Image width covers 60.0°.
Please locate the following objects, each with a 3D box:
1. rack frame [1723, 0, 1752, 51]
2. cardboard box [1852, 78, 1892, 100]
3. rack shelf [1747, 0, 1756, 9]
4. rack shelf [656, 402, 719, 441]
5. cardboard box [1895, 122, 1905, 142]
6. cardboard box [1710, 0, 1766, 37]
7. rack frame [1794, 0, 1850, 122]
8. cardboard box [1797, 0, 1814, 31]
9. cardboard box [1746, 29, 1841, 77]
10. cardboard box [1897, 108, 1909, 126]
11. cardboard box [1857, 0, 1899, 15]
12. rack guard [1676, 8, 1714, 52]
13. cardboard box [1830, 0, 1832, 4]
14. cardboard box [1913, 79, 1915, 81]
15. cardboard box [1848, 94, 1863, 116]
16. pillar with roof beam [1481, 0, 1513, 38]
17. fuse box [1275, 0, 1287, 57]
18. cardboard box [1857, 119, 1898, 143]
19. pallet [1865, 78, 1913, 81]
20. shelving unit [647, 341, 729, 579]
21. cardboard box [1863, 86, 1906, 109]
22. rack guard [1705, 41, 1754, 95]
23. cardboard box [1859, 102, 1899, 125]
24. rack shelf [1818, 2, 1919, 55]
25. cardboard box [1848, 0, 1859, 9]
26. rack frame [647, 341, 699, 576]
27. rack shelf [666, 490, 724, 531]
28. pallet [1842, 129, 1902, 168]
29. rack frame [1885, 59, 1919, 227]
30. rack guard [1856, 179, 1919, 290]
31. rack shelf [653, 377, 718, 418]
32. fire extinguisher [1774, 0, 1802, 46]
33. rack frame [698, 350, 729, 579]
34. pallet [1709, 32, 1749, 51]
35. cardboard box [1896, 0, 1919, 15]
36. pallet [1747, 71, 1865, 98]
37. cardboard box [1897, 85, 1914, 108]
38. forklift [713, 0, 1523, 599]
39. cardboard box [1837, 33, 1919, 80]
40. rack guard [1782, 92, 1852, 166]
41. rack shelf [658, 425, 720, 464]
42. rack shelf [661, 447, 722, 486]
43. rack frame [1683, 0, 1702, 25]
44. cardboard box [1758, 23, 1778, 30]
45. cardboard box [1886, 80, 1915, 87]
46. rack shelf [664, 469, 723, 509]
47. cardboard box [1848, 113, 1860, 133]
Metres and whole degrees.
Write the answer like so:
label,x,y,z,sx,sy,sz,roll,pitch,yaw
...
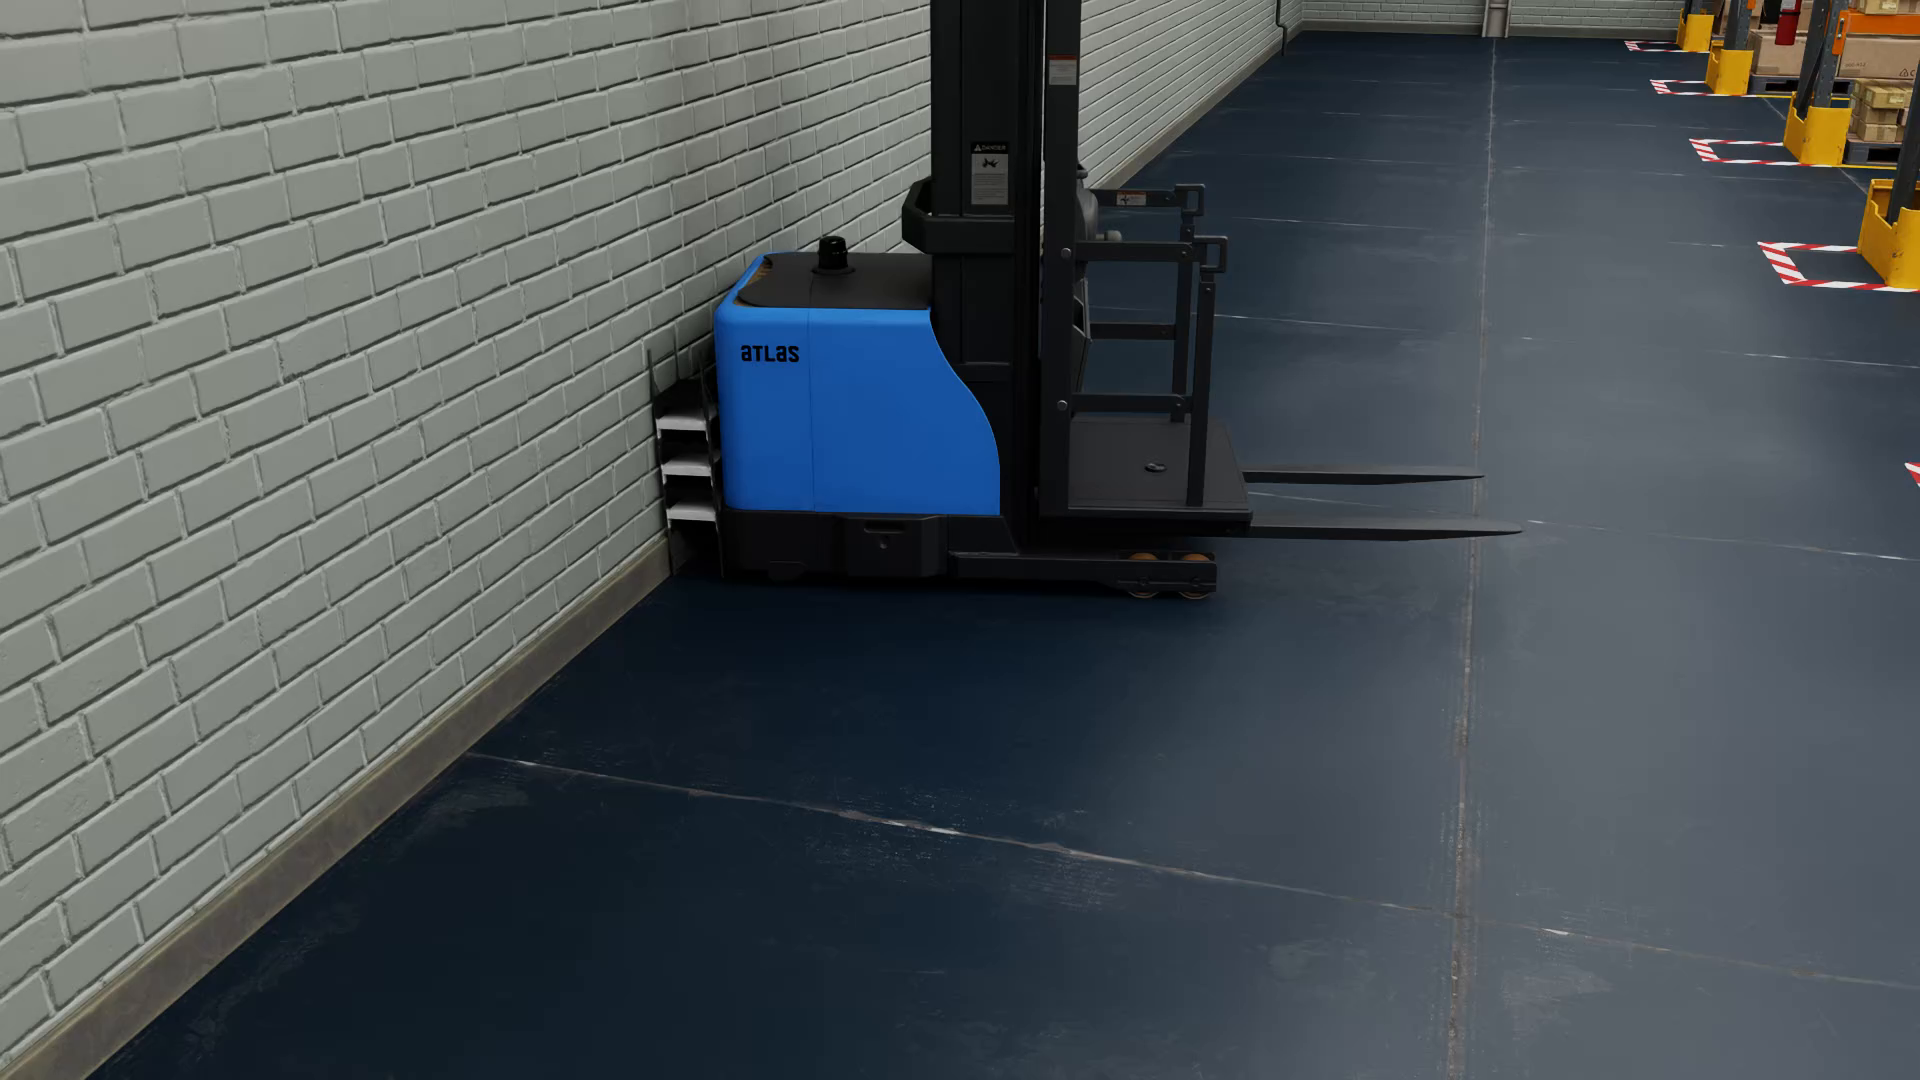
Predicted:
label,x,y,z,sx,sy,sz,roll,pitch,yaw
rack frame,9.219,-6.809,19.417,0.127,3.000,1.000,7,23,16
cardboard box,8.466,-4.184,15.437,0.250,0.149,0.380,7,23,16
rack shelf,11.134,-6.257,19.019,4.000,0.370,1.077,7,23,16
rack shelf,-1.005,-0.454,6.293,0.200,0.077,0.258,3,23,14
cardboard box,8.570,-3.702,15.046,0.250,0.149,0.380,6,23,15
cardboard box,11.208,-7.551,23.961,0.637,0.503,0.797,6,23,13
rack frame,7.886,-4.999,15.006,0.127,3.000,1.000,7,23,16
cardboard box,12.015,-7.441,23.699,0.500,0.500,0.700,8,23,18
cardboard box,9.880,-5.782,19.736,0.875,0.438,0.875,6,23,14
cardboard box,8.560,-3.811,14.920,0.250,0.149,0.380,6,23,15
cardboard box,8.102,-4.729,14.676,0.250,0.149,0.380,6,23,15
rack guard,10.722,-7.448,24.269,0.348,0.500,1.175,7,23,16
cardboard box,12.492,-7.347,23.469,0.500,0.500,0.500,7,23,17
cardboard box,8.975,-4.153,15.362,0.250,0.149,0.380,6,23,14
cardboard box,8.474,-4.058,15.522,0.250,0.149,0.380,6,23,14
pillar with roof beam,7.085,-10.447,20.382,0.400,9.000,9.100,7,23,16
fuse box,4.561,-7.570,22.970,0.414,1.711,0.539,7,23,16
cardboard box,8.295,-3.701,15.043,0.250,0.149,0.380,7,23,17
pallet,11.172,-5.325,19.474,1.213,0.211,1.003,7,23,16
shelving unit,-0.999,-0.318,6.348,0.210,0.900,0.258,3,23,14
cardboard box,8.290,-3.969,14.913,0.250,0.149,0.380,5,23,13
rack guard,9.196,-5.655,19.898,0.348,0.500,1.175,7,23,16
cardboard box,8.314,-3.862,15.043,0.250,0.149,0.380,8,23,18
rack shelf,9.801,-4.447,14.608,4.000,0.370,1.077,7,23,16
cardboard box,8.280,-4.950,15.217,0.250,0.149,0.380,7,23,16
rack frame,-1.097,-0.323,6.373,0.006,0.900,0.240,3,23,14
rack shelf,-0.989,-0.120,6.427,0.200,0.077,0.258,3,23,14
pallet,8.727,-3.599,15.266,1.213,0.211,1.003,7,23,16
rack frame,6.357,-3.208,10.639,0.127,3.000,1.000,7,23,16
rack guard,6.334,-2.055,11.120,0.348,0.500,1.175,7,23,16
rack shelf,-1.009,-0.538,6.260,0.200,0.077,0.258,3,23,14
fire extinguisher,7.778,-4.986,15.567,0.183,0.674,0.296,7,23,16
rack frame,-0.900,-0.313,6.323,0.006,0.900,0.240,3,23,14
pallet,11.486,-7.227,24.111,1.213,0.211,1.003,7,23,16
cardboard box,8.357,-4.716,14.645,0.250,0.149,0.380,7,23,17
pallet,10.007,-5.460,19.802,1.213,0.211,1.003,7,23,16
cardboard box,8.588,-3.983,14.946,0.250,0.149,0.380,7,23,16
forklift,0.628,-1.342,6.180,3.031,2.935,1.130,1,22,3
cardboard box,10.759,-5.685,19.499,0.875,0.438,0.875,7,23,17
rack guard,7.959,-3.835,15.460,0.348,0.500,1.175,7,23,16
rack shelf,-1.001,-0.371,6.327,0.200,0.077,0.258,3,23,14
rack shelf,-0.997,-0.287,6.360,0.200,0.077,0.258,3,23,14
rack frame,10.650,-8.613,23.815,0.127,3.000,1.000,7,23,16
cardboard box,11.603,-7.326,23.881,0.250,0.149,0.380,6,23,13
cardboard box,8.690,-4.136,15.319,0.250,0.149,0.380,7,23,17
rack shelf,-0.993,-0.204,6.393,0.200,0.077,0.258,3,23,14
cardboard box,8.450,-3.893,15.511,0.250,0.149,0.380,7,23,16
